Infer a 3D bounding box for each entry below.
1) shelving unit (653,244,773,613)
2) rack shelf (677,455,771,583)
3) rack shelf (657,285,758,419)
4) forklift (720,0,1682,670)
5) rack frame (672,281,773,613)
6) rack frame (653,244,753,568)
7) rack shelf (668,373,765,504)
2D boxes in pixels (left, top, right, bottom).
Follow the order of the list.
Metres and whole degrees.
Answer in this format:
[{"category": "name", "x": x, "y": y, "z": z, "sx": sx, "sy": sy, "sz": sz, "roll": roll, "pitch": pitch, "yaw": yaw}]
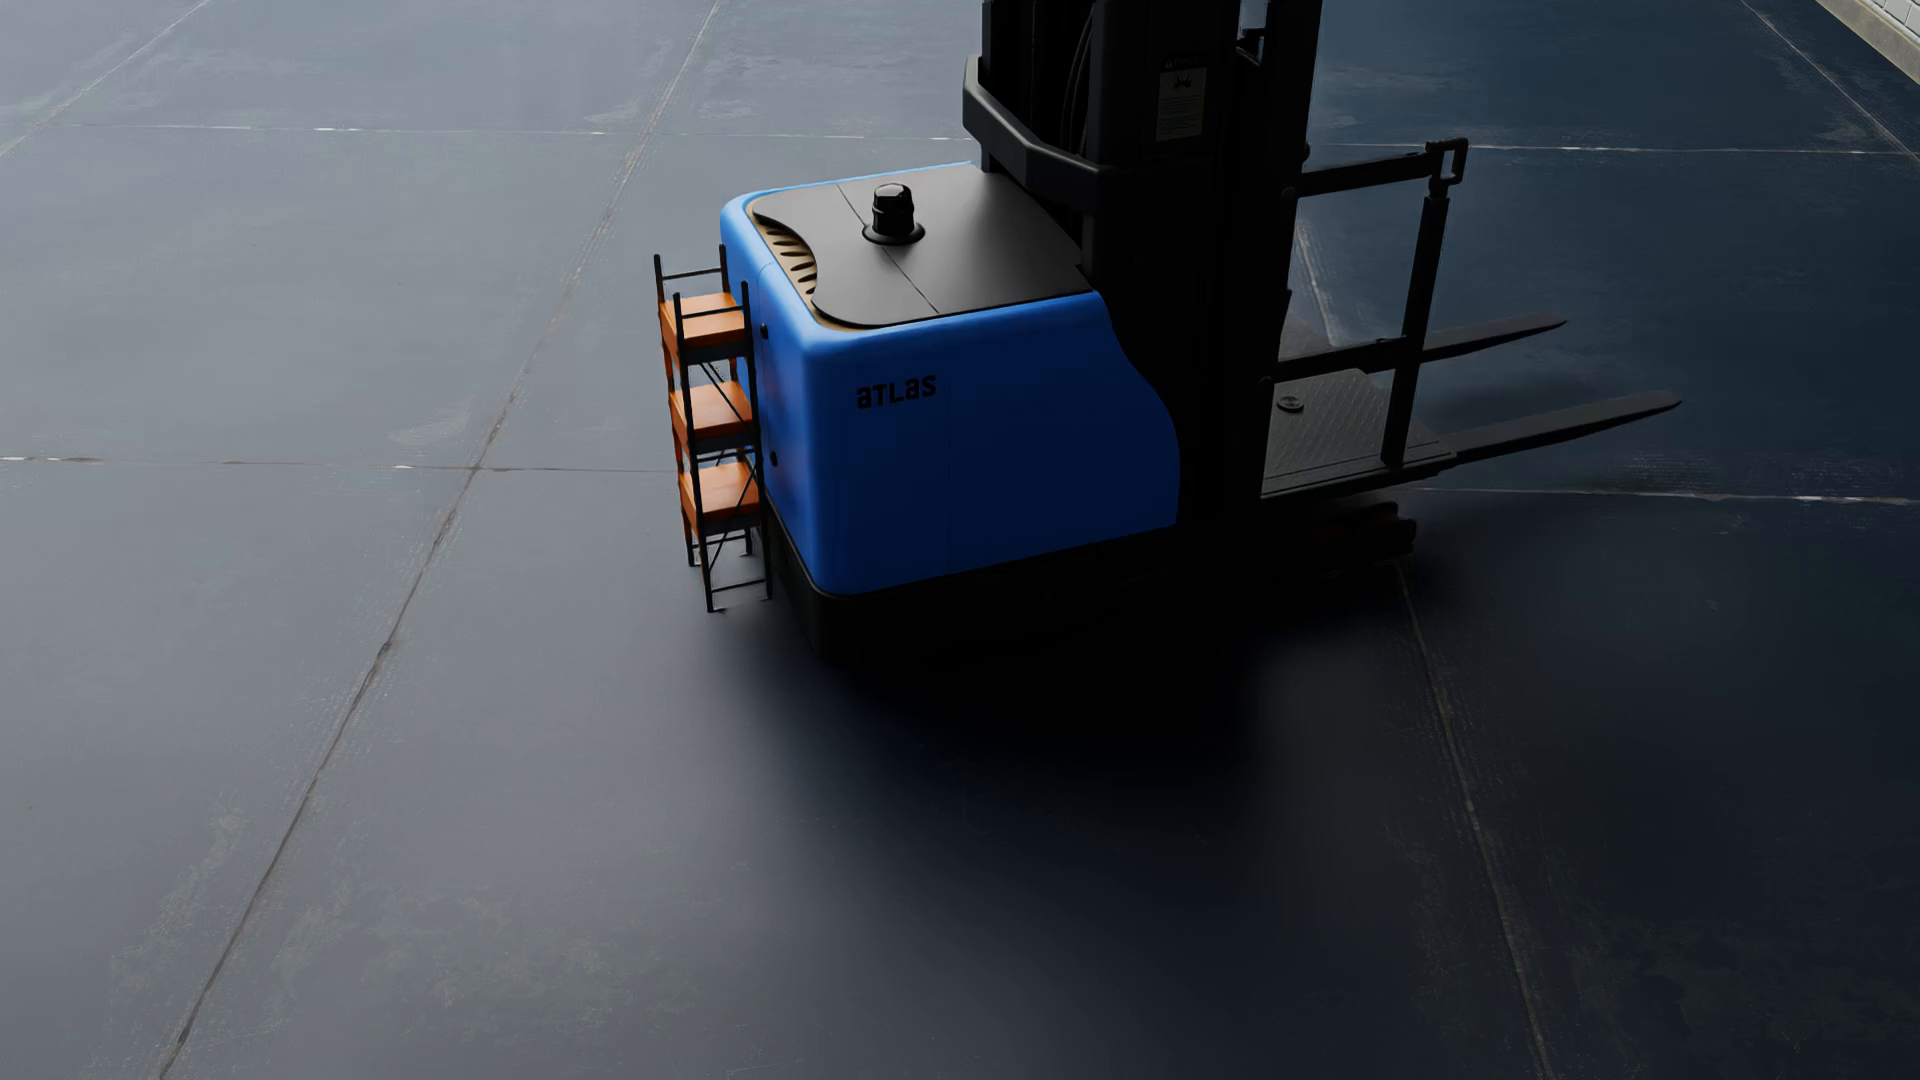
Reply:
[{"category": "shelving unit", "x": -0.699, "y": -0.300, "z": 4.764, "sx": 0.215, "sy": 1.050, "sz": 0.252, "roll": -12, "pitch": 37, "yaw": -17}, {"category": "rack shelf", "x": -0.699, "y": -0.064, "z": 4.930, "sx": 0.215, "sy": 0.259, "sz": 0.240, "roll": -12, "pitch": 37, "yaw": -17}, {"category": "rack shelf", "x": -0.699, "y": -0.524, "z": 4.607, "sx": 0.215, "sy": 0.259, "sz": 0.240, "roll": -12, "pitch": 37, "yaw": -17}, {"category": "forklift", "x": 0.866, "y": -1.354, "z": 4.627, "sx": 3.031, "sy": 2.935, "sz": 1.130, "roll": -12, "pitch": 37, "yaw": -17}, {"category": "rack frame", "x": -0.656, "y": -0.234, "z": 4.670, "sx": 0.200, "sy": 1.050, "sz": 0.008, "roll": -12, "pitch": 37, "yaw": -17}, {"category": "rack frame", "x": -0.741, "y": -0.366, "z": 4.858, "sx": 0.200, "sy": 1.050, "sz": 0.008, "roll": -12, "pitch": 37, "yaw": -17}, {"category": "rack shelf", "x": -0.699, "y": -0.292, "z": 4.770, "sx": 0.215, "sy": 0.259, "sz": 0.240, "roll": -12, "pitch": 37, "yaw": -17}]
